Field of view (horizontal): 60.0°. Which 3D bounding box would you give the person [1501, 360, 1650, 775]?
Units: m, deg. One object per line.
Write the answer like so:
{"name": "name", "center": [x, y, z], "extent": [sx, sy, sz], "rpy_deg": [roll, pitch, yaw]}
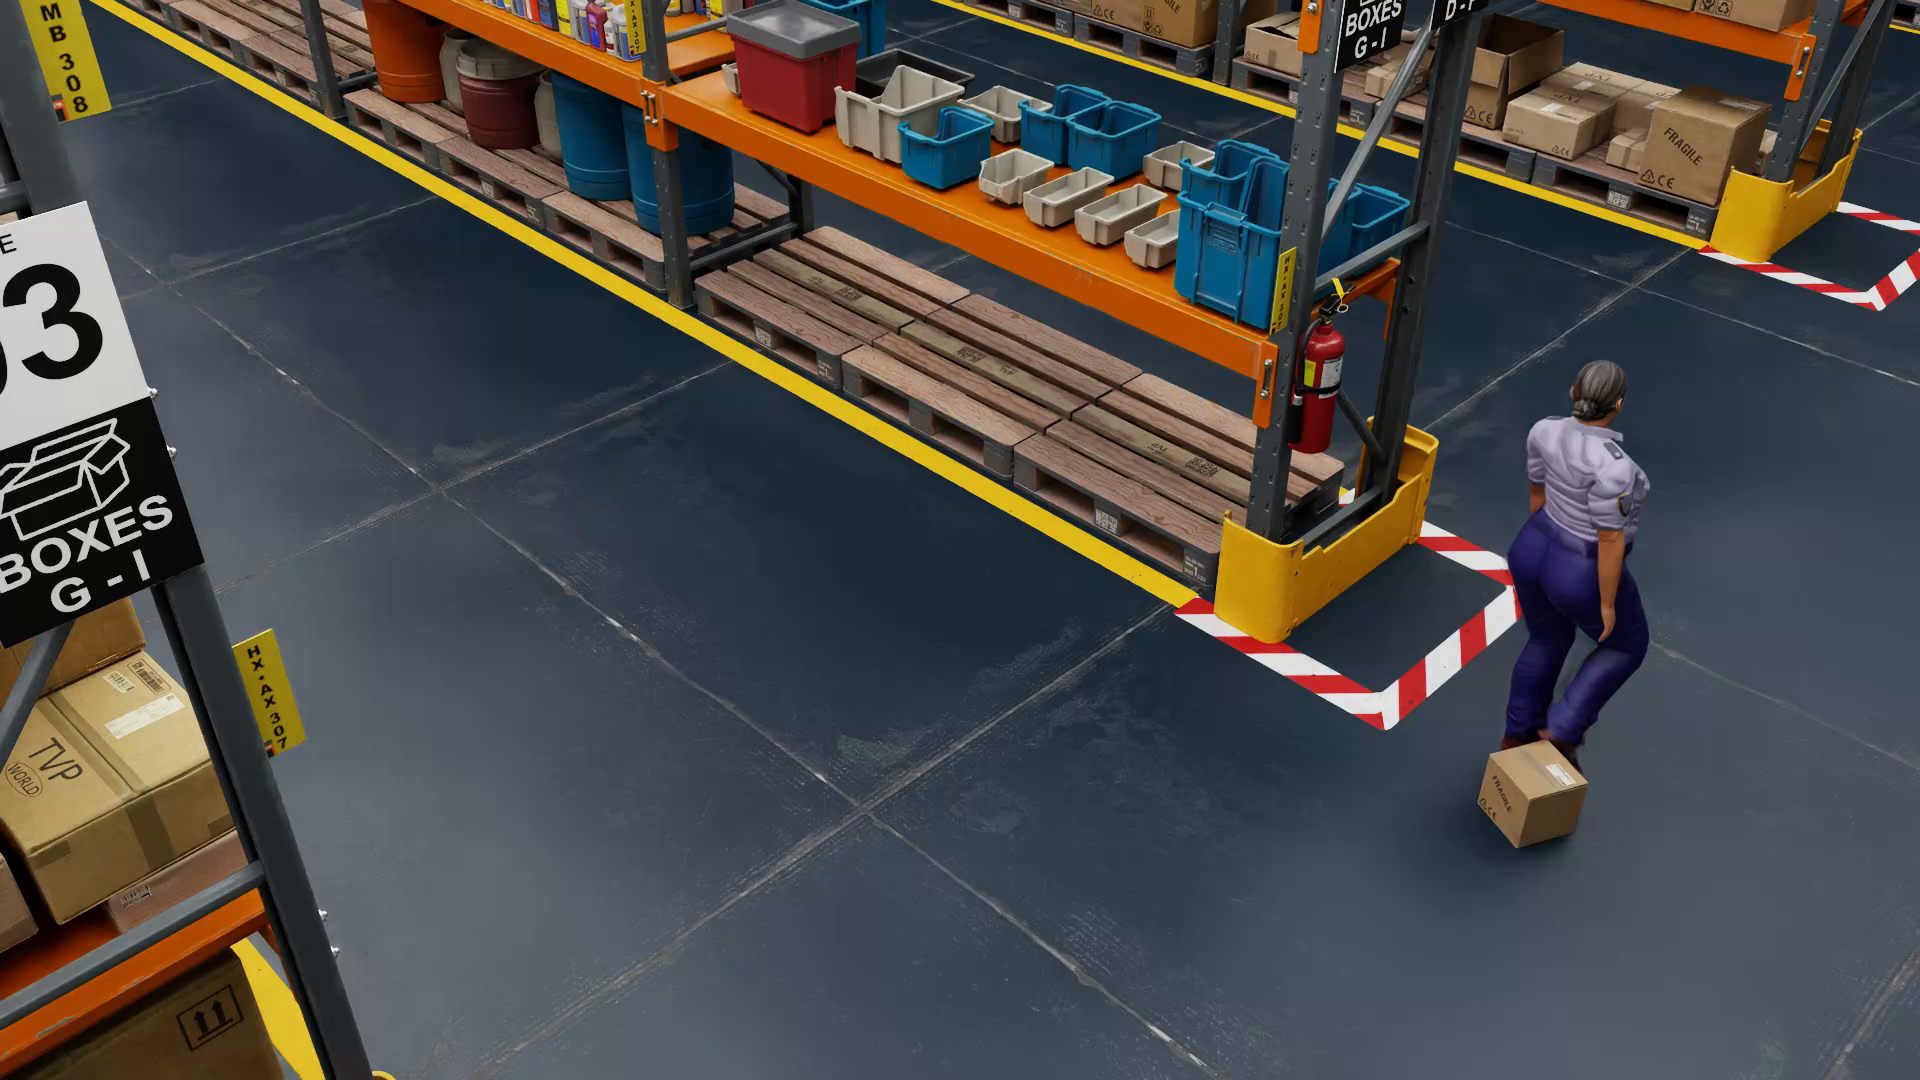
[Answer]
{"name": "person", "center": [2.247, 0.153, 6.030], "extent": [0.442, 1.548, 0.556], "rpy_deg": [-15, 38, -20]}
